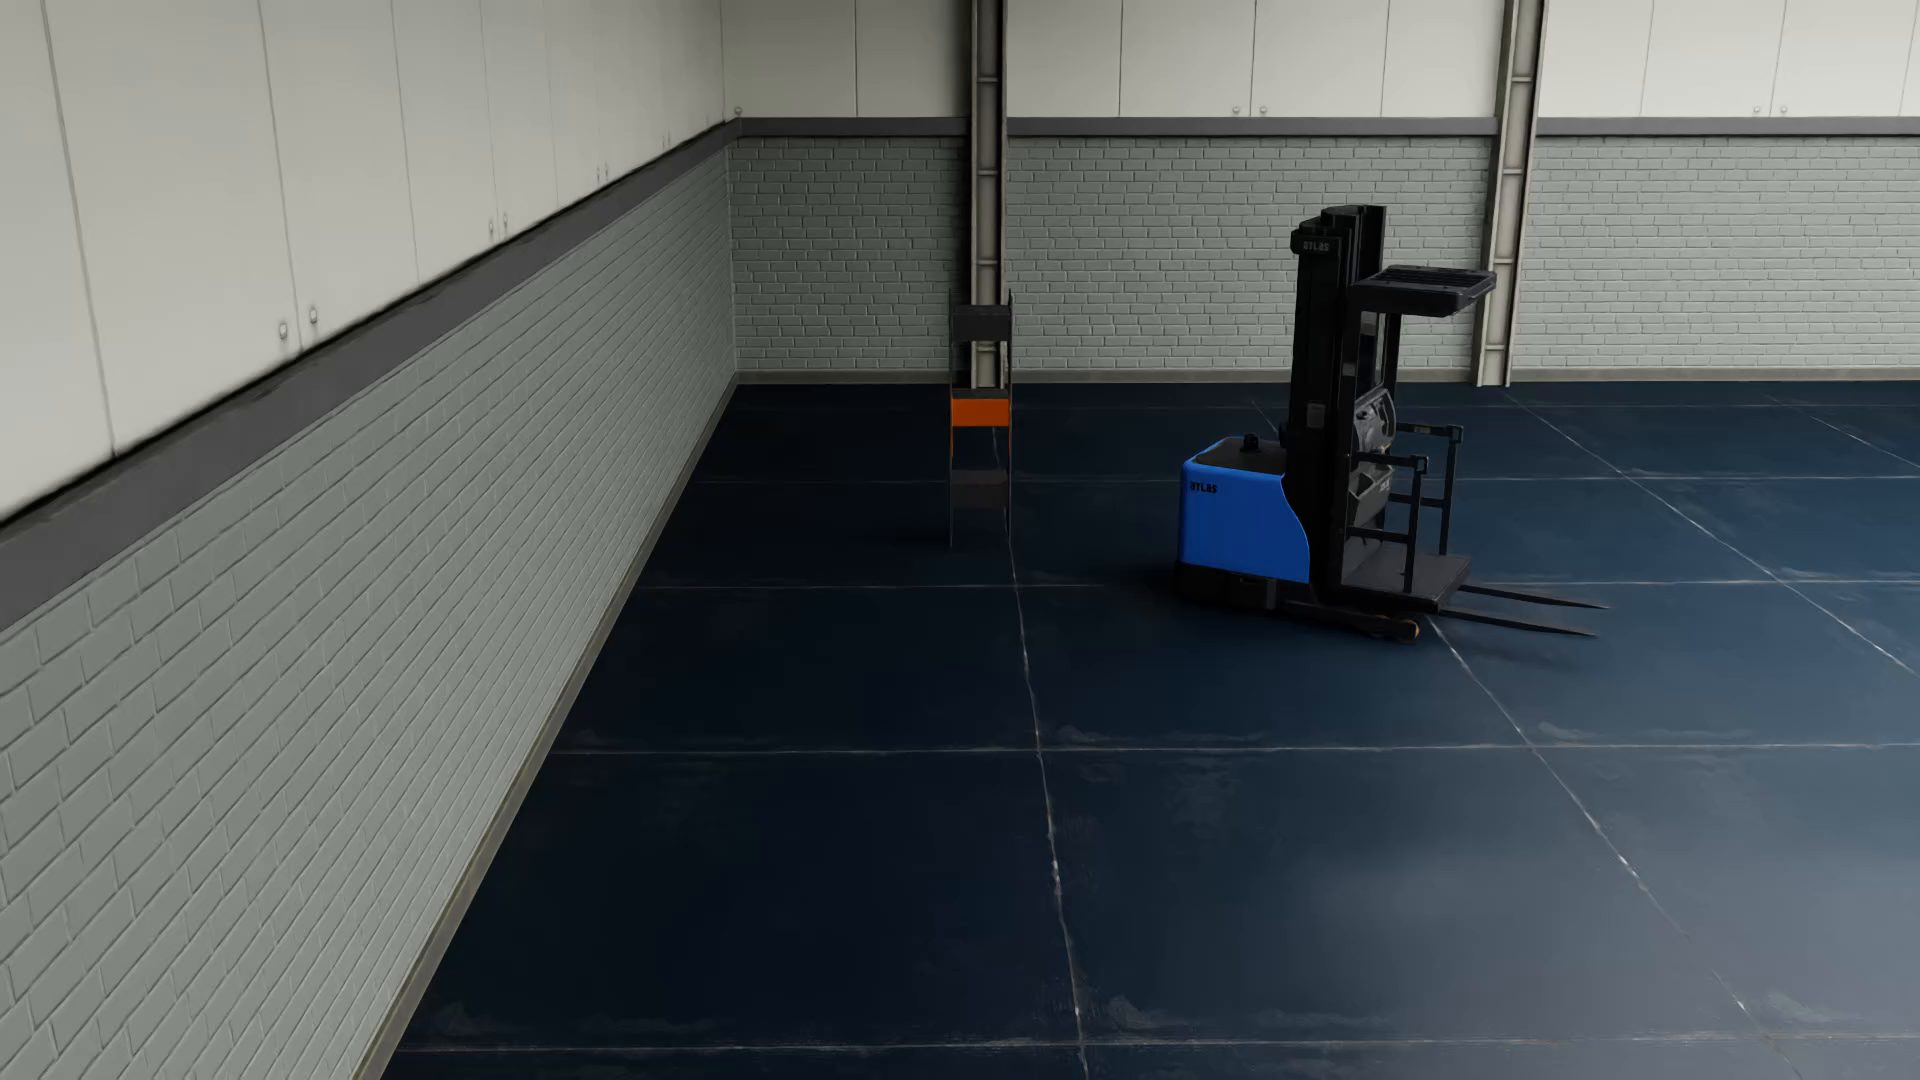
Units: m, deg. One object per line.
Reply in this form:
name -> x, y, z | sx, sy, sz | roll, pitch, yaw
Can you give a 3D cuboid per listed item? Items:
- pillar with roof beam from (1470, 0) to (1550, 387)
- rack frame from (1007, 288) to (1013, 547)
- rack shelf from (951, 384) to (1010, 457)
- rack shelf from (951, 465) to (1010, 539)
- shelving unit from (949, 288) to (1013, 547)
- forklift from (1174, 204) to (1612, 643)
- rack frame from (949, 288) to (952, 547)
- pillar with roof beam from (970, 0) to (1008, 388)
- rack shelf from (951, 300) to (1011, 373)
pillar with roof beam -> 6.390, -4.836, 14.390 | 0.400, 9.000, 9.100 | 0, 18, -1
rack frame -> 0.409, -1.002, 13.733 | 0.015, 2.100, 0.400 | 0, 18, -1
rack shelf -> 0.166, -0.988, 13.733 | 0.480, 0.518, 0.431 | 0, 18, -1
rack shelf -> 0.166, -0.321, 13.947 | 0.480, 0.518, 0.431 | 0, 18, -1
shelving unit -> 0.166, -1.001, 13.729 | 0.503, 2.100, 0.431 | 0, 18, -1
forklift -> 3.164, -0.852, 11.905 | 3.031, 2.935, 1.130 | 10, 20, 28
rack frame -> -0.078, -0.999, 13.726 | 0.015, 2.100, 0.400 | 0, 18, -1
pillar with roof beam -> 0.391, -4.807, 14.300 | 0.400, 9.000, 9.100 | 0, 18, -1
rack shelf -> 0.166, -1.654, 13.520 | 0.480, 0.518, 0.431 | 0, 18, -1
